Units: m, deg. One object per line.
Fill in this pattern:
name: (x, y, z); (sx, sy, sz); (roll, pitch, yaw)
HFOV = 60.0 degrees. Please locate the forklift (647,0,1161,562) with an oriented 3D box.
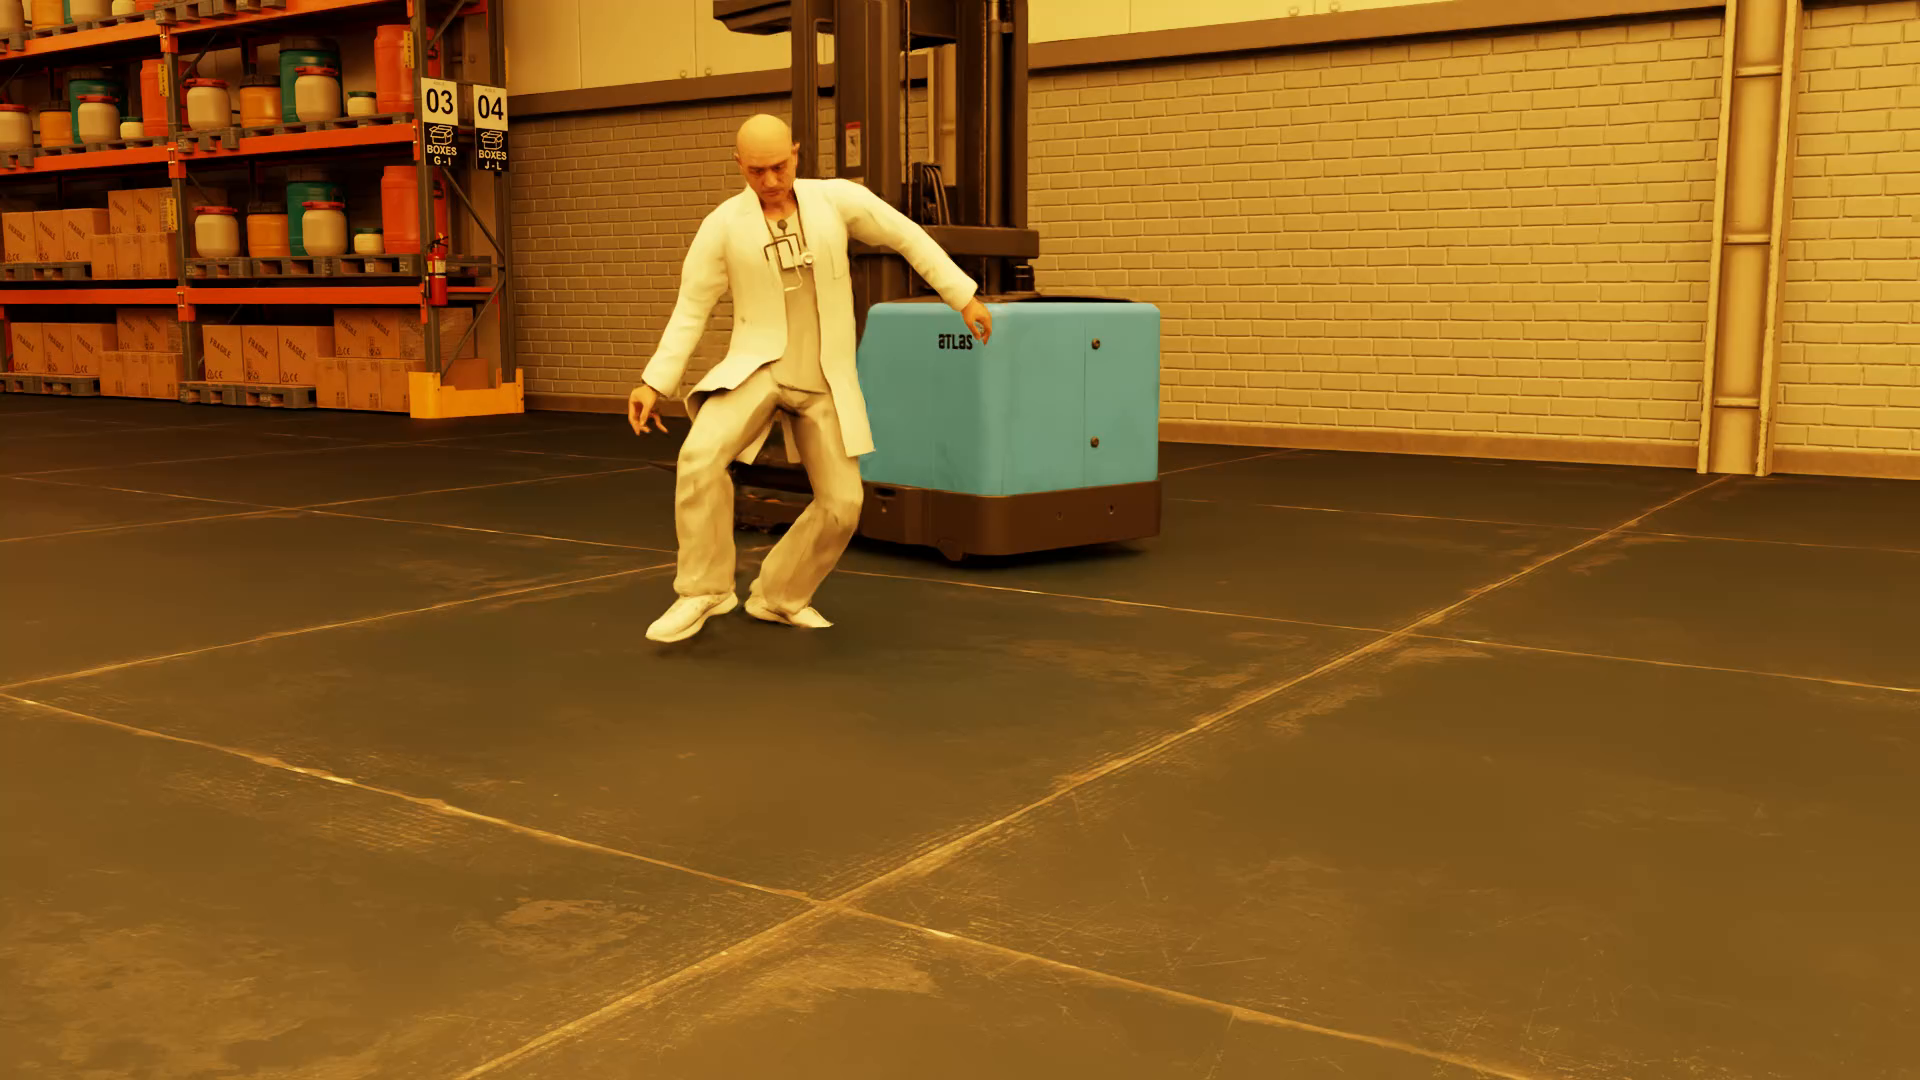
forklift: (-0.460, -1.520, 7.884); (1.130, 2.935, 3.031); (-7, 11, -40)

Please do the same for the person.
person: (-0.470, -0.485, 5.391); (1.193, 1.703, 0.596); (-3, 9, -18)
